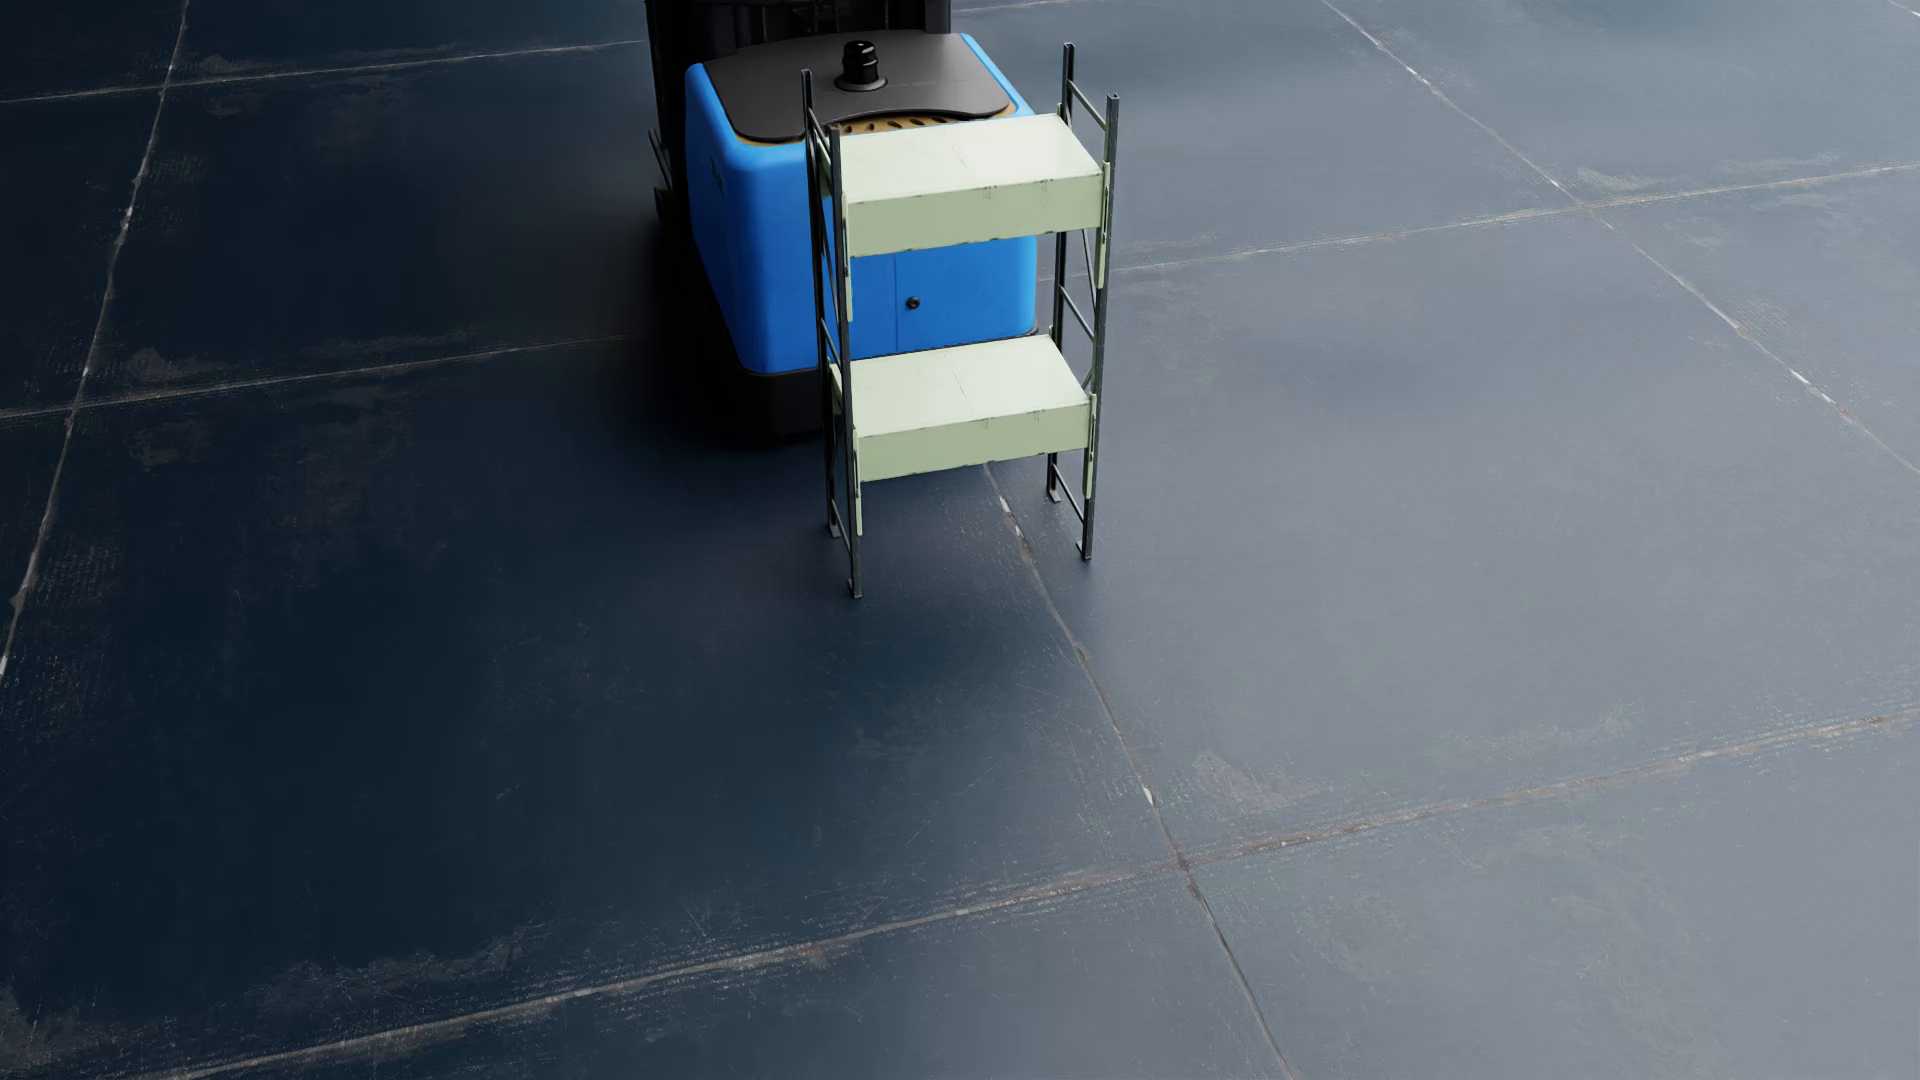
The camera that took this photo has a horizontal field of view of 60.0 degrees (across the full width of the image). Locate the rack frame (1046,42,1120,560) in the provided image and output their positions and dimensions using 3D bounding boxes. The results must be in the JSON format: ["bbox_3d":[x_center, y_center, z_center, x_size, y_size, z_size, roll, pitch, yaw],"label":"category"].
[{"bbox_3d":[0.347,-0.653,4.869,0.023,1.500,0.400,-9,38,-12],"label":"rack frame"}]

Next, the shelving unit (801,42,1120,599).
[{"bbox_3d":[-0.006,-0.595,4.793,0.755,1.500,0.431,-9,38,-12],"label":"shelving unit"}]

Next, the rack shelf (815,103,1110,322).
[{"bbox_3d":[-0.006,-0.905,4.556,0.720,0.370,0.431,-9,38,-12],"label":"rack shelf"}]

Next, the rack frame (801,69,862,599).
[{"bbox_3d":[-0.360,-0.537,4.717,0.023,1.500,0.400,-9,38,-12],"label":"rack frame"}]

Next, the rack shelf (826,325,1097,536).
[{"bbox_3d":[-0.006,-0.336,4.991,0.720,0.370,0.431,-9,38,-12],"label":"rack shelf"}]

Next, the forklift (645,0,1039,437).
[{"bbox_3d":[-0.640,-2.410,5.988,1.130,2.935,3.031,-10,39,-13],"label":"forklift"}]
